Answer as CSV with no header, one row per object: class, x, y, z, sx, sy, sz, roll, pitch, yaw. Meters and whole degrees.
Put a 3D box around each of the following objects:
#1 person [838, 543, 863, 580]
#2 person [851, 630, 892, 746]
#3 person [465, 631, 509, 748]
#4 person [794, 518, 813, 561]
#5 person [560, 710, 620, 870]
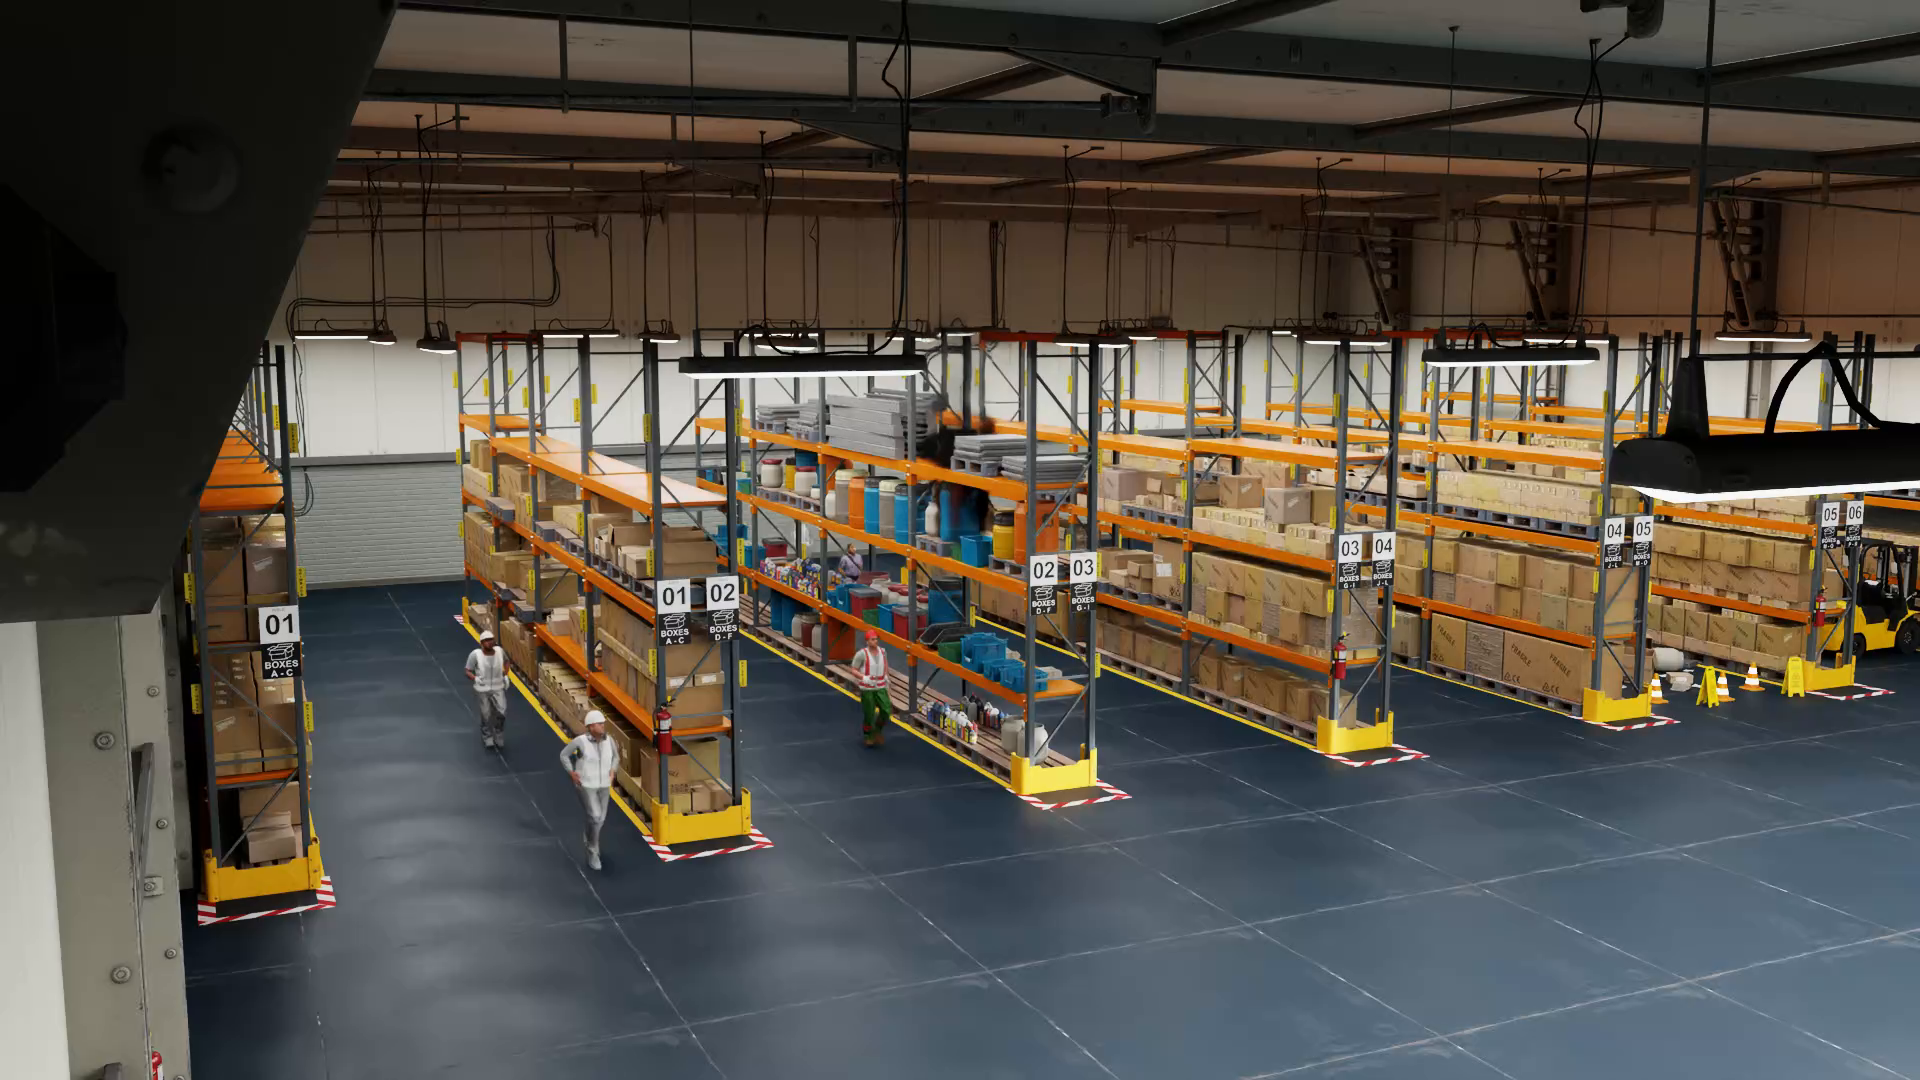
person,-2.249,0.853,34.802,0.586,1.601,0.524,-5,9,-30
person,-1.264,2.182,24.327,0.648,1.759,0.640,-4,9,-26
person,-6.859,2.195,24.271,0.674,1.761,0.643,-4,9,-26
person,-3.804,0.154,39.772,0.651,1.650,0.611,-1,8,-10
person,-4.254,2.870,19.354,0.661,1.805,0.717,-7,10,-41
